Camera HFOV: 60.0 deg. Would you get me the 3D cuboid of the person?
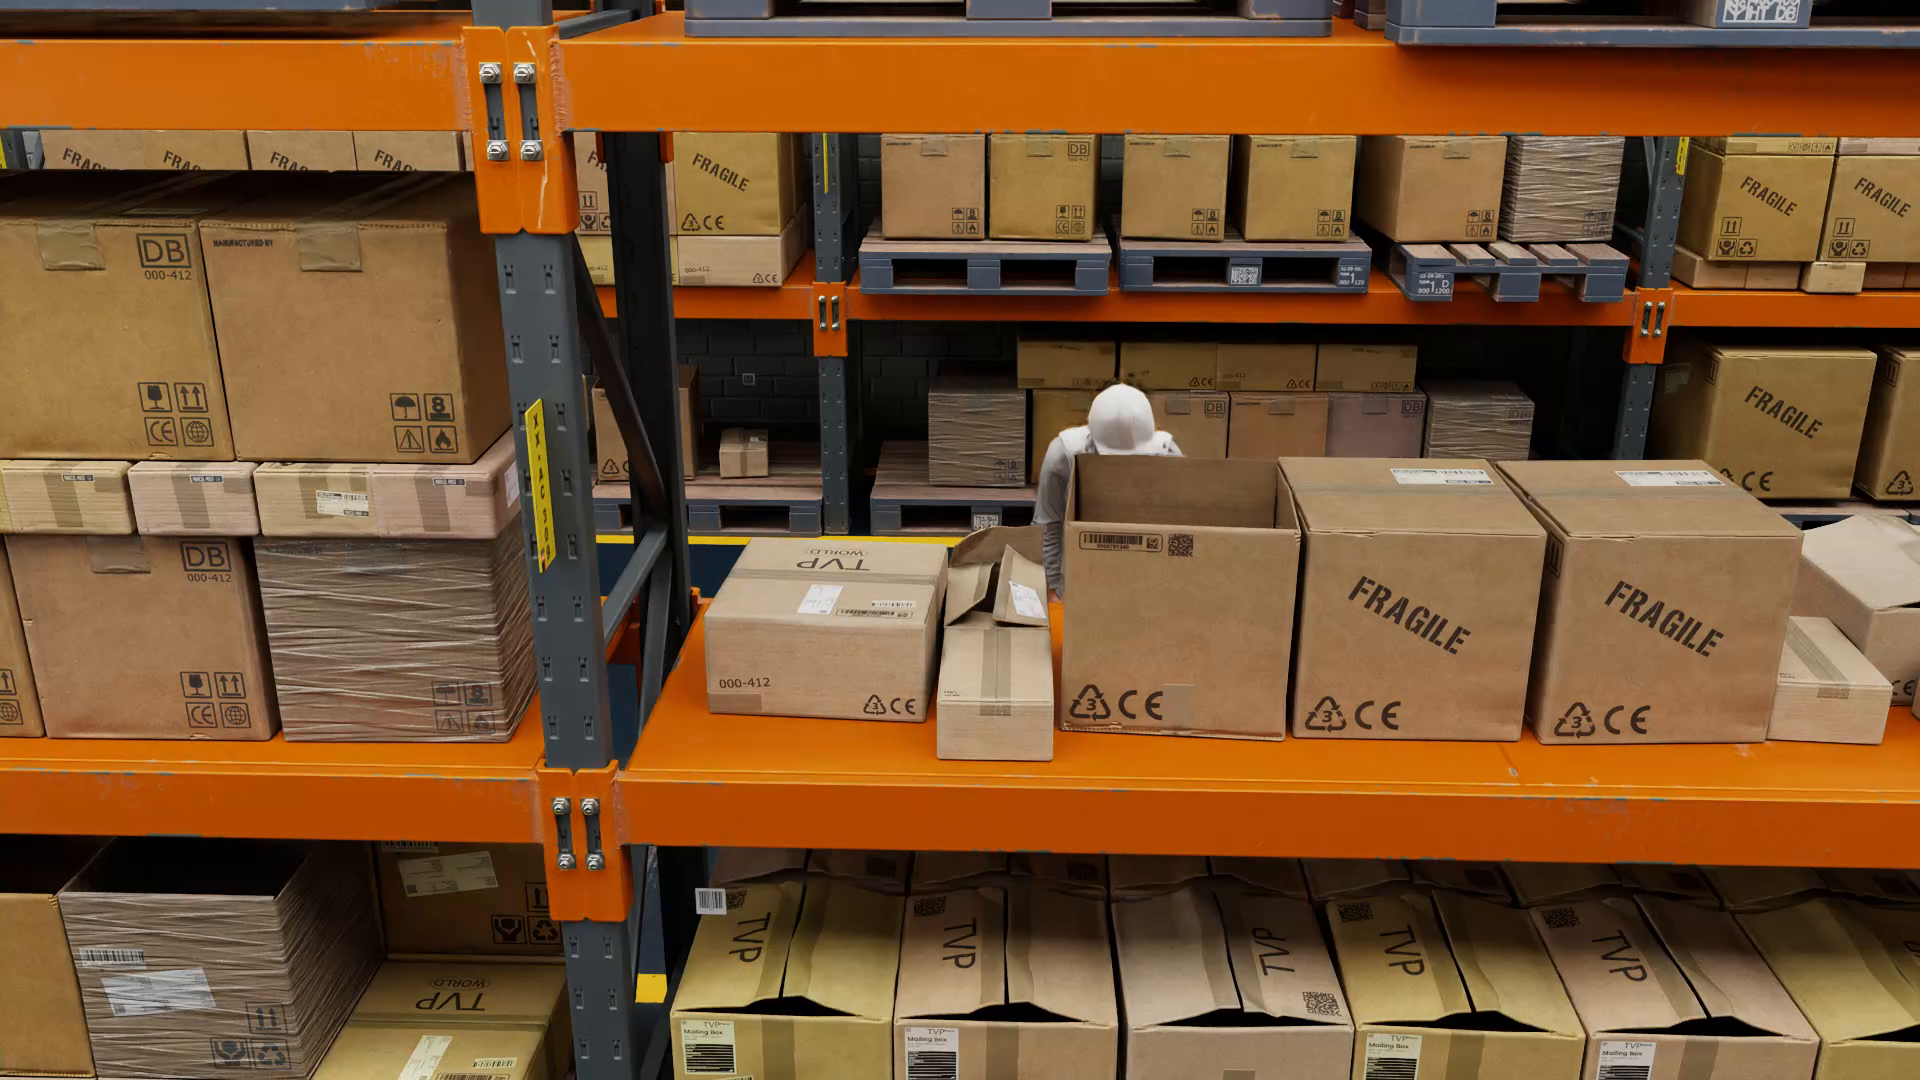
[{"bbox_3d":[0.543,0.142,5.979,0.588,1.559,0.671,1,21,2],"label":"person"}]
